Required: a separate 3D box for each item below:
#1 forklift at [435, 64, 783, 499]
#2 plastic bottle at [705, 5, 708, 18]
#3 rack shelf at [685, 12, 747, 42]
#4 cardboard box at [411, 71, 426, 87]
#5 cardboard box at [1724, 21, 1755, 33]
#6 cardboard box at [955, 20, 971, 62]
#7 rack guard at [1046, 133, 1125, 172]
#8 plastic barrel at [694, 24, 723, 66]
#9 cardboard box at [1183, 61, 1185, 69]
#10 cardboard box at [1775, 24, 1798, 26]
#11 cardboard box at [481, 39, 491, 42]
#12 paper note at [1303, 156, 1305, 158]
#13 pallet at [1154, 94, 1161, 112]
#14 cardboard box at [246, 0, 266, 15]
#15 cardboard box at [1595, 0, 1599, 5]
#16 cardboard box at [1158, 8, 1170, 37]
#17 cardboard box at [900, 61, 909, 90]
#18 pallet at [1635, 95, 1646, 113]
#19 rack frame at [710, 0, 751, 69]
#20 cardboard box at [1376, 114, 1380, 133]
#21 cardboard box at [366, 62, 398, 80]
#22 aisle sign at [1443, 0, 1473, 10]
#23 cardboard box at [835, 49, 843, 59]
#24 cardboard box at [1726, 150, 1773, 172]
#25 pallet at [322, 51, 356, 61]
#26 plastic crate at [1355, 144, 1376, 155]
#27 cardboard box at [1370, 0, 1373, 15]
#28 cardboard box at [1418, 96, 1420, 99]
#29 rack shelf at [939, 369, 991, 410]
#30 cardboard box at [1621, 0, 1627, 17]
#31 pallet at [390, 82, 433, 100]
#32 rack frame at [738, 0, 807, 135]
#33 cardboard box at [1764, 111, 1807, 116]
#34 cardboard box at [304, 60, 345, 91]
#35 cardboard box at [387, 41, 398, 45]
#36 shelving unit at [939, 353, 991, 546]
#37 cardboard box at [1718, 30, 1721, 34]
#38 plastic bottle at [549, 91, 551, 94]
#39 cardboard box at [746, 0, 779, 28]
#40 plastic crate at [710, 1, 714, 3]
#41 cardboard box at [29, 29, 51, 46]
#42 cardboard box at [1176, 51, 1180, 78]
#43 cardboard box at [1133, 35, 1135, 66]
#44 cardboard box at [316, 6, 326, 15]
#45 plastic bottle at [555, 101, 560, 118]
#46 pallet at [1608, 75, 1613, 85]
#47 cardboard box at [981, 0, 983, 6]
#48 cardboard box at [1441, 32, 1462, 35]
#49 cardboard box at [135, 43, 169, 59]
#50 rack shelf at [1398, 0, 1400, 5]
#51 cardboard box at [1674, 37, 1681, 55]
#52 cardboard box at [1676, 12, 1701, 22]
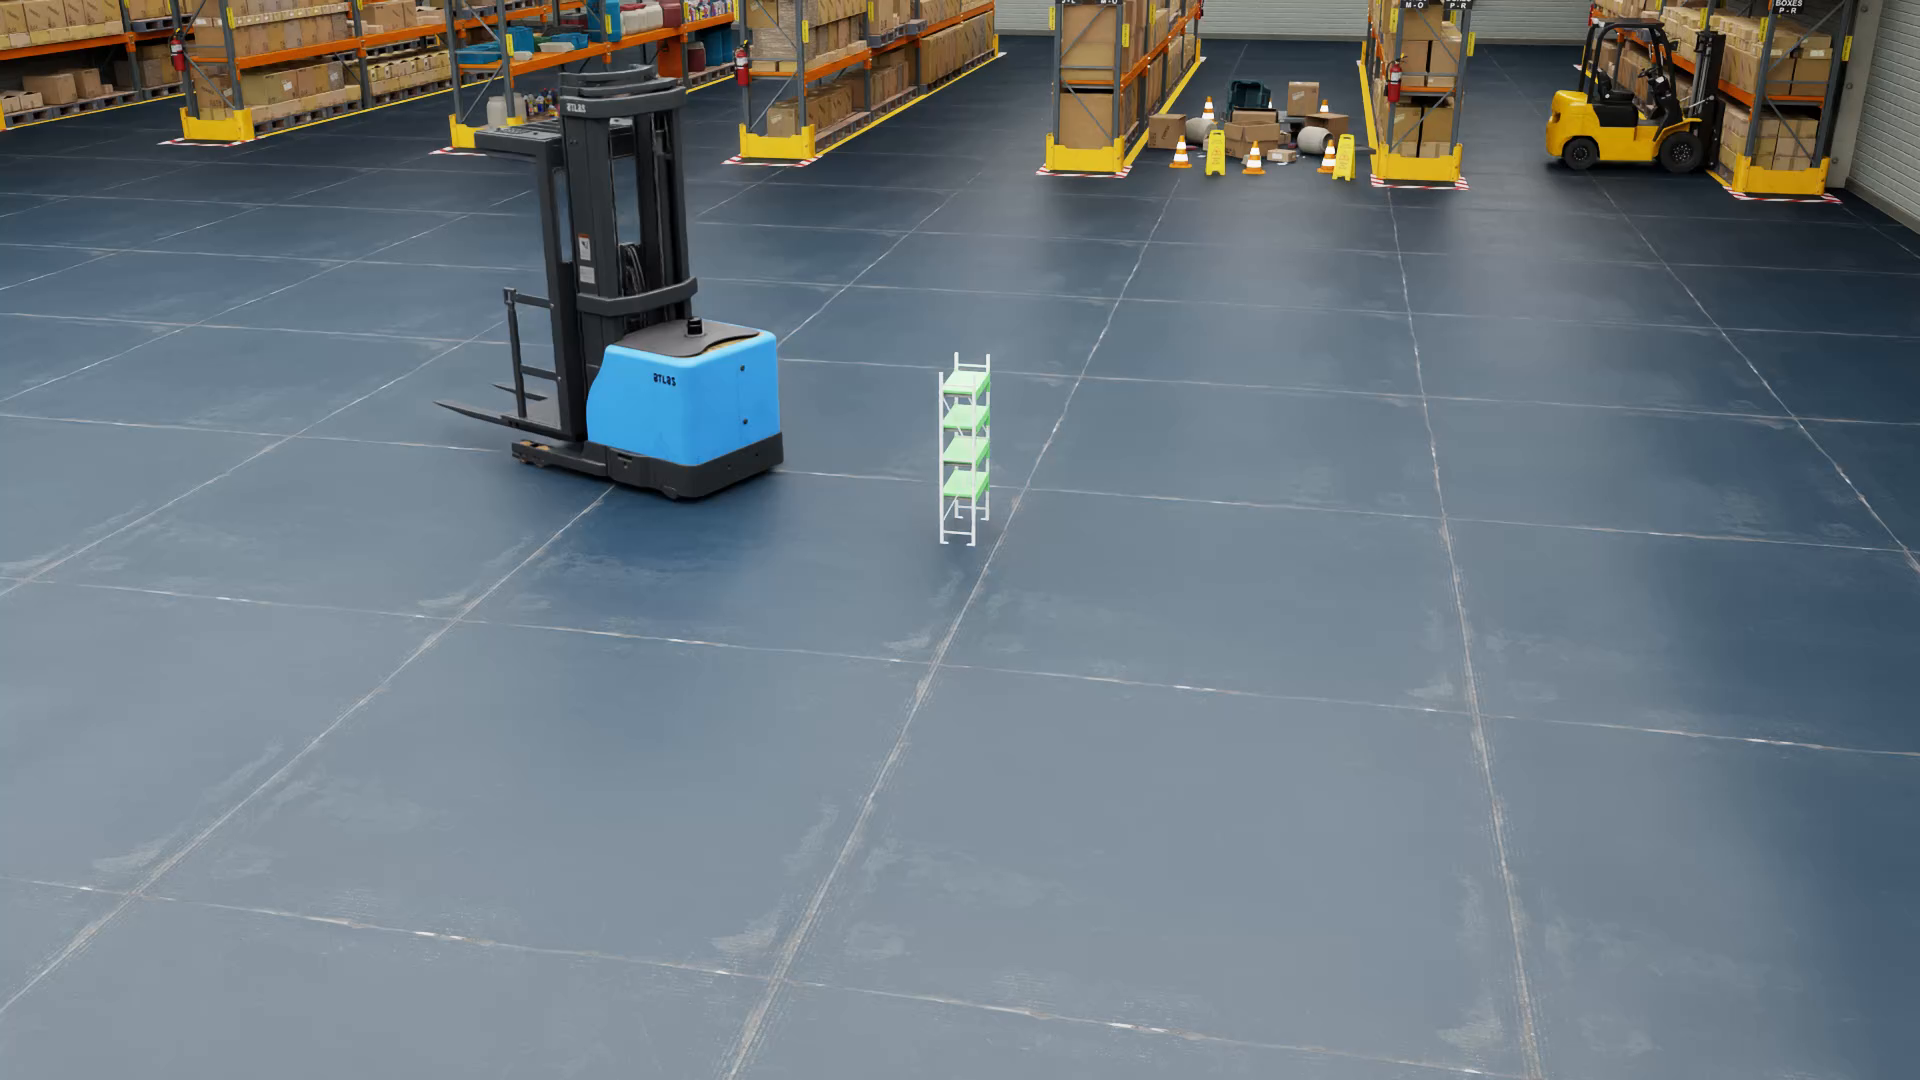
[{"bbox_3d":[-2.848,-2.063,12.552,3.031,2.935,1.130,14,26,32],"label":"forklift"},{"bbox_3d":[-5.450,-11.335,35.655,0.097,0.271,0.097,0,22,0],"label":"plastic bottle"},{"bbox_3d":[-5.732,-11.196,36.101,1.077,0.370,4.000,4,22,11],"label":"rack shelf"},{"bbox_3d":[-11.167,-9.325,33.610,0.500,0.250,0.500,5,22,12],"label":"cardboard box"},{"bbox_3d":[11.910,-7.837,25.397,0.380,0.149,0.250,4,22,10],"label":"cardboard box"},{"bbox_3d":[-0.263,-11.328,37.748,0.875,0.875,0.875,4,22,11],"label":"cardboard box"},{"bbox_3d":[1.906,-5.912,25.363,1.175,0.500,0.348,4,22,11],"label":"rack guard"},{"bbox_3d":[-5.597,-11.026,36.963,0.600,0.901,0.708,4,22,11],"label":"plastic barrel"},{"bbox_3d":[4.748,-10.450,36.539,0.380,0.149,0.250,3,22,9],"label":"cardboard box"},{"bbox_3d":[12.309,-7.615,24.845,0.380,0.149,0.250,5,22,12],"label":"cardboard box"},{"bbox_3d":[-10.821,-10.963,37.318,0.500,0.500,0.500,4,22,9],"label":"cardboard box"},{"bbox_3d":[5.479,-6.103,26.493,0.032,0.001,0.123,4,22,11],"label":"paper note"},{"bbox_3d":[3.309,-8.430,32.002,1.003,0.211,1.213,4,22,11],"label":"pallet"},{"bbox_3d":[-12.401,-9.282,28.514,0.700,0.500,0.500,4,22,10],"label":"cardboard box"},{"bbox_3d":[14.546,-12.137,37.277,0.500,0.250,0.500,5,22,11],"label":"cardboard box"},{"bbox_3d":[3.714,-9.867,31.704,0.500,0.500,0.500,4,22,11],"label":"cardboard box"},{"bbox_3d":[-1.409,-9.219,32.986,0.700,0.500,0.500,3,22,8],"label":"cardboard box"},{"bbox_3d":[13.459,-8.265,31.593,1.003,0.211,1.213,4,22,11],"label":"pallet"},{"bbox_3d":[-5.324,-12.261,37.783,1.000,3.000,0.127,4,22,11],"label":"rack frame"},{"bbox_3d":[7.209,-6.927,27.655,0.500,0.250,0.500,3,22,8],"label":"cardboard box"},{"bbox_3d":[-11.370,-9.209,32.571,0.500,0.311,0.500,4,22,10],"label":"cardboard box"},{"bbox_3d":[7.068,-7.899,23.472,0.394,0.787,0.004,4,22,11],"label":"aisle sign"},{"bbox_3d":[-2.185,-8.193,28.017,0.380,0.149,0.250,4,22,11],"label":"cardboard box"},{"bbox_3d":[11.424,-5.478,24.058,0.500,0.250,0.500,5,22,11],"label":"cardboard box"},{"bbox_3d":[-15.107,-11.435,39.464,1.003,0.211,1.213,4,22,11],"label":"pallet"},{"bbox_3d":[6.470,-6.336,26.980,0.402,0.080,0.583,-3,22,-8],"label":"plastic crate"},{"bbox_3d":[9.258,-11.737,36.348,0.500,0.500,0.500,4,22,10],"label":"cardboard box"},{"bbox_3d":[7.530,-6.860,26.486,0.500,0.500,0.500,6,23,14],"label":"cardboard box"},{"bbox_3d":[0.034,-1.003,11.124,0.258,0.148,0.480,4,22,11],"label":"rack shelf"},{"bbox_3d":[13.768,-10.833,33.539,0.700,0.500,0.500,5,22,12],"label":"cardboard box"},{"bbox_3d":[-11.446,-9.141,33.768,1.003,0.211,1.213,4,22,11],"label":"pallet"},{"bbox_3d":[-2.924,-7.495,25.948,1.000,3.000,0.127,4,22,11],"label":"rack frame"},{"bbox_3d":[12.019,-6.090,24.240,0.500,0.250,0.500,4,22,11],"label":"cardboard box"},{"bbox_3d":[-11.799,-8.613,30.840,0.500,0.500,0.500,4,22,11],"label":"cardboard box"},{"bbox_3d":[-14.557,-12.688,41.627,0.700,0.500,0.500,5,22,12],"label":"cardboard box"},{"bbox_3d":[0.034,-0.617,11.280,0.258,1.200,0.503,4,22,11],"label":"shelving unit"},{"bbox_3d":[11.931,-7.799,25.702,0.380,0.149,0.250,5,22,12],"label":"cardboard box"},{"bbox_3d":[-7.490,-8.073,30.440,0.152,0.276,0.135,5,23,13],"label":"plastic bottle"},{"bbox_3d":[-3.054,-8.363,26.234,0.500,0.500,0.500,4,22,11],"label":"cardboard box"},{"bbox_3d":[-5.563,-12.478,38.263,0.392,0.384,0.575,4,22,11],"label":"plastic crate"},{"bbox_3d":[-16.859,-9.099,30.104,0.500,0.250,0.500,4,22,10],"label":"cardboard box"},{"bbox_3d":[4.350,-10.026,35.018,0.500,0.500,0.500,4,22,10],"label":"cardboard box"},{"bbox_3d":[2.338,-7.884,26.713,0.875,0.550,0.500,4,22,11],"label":"cardboard box"},{"bbox_3d":[-11.807,-9.664,30.331,0.380,0.149,0.250,4,22,11],"label":"cardboard box"},{"bbox_3d":[-7.034,-7.537,29.101,0.061,0.283,0.133,5,22,12],"label":"plastic bottle"},{"bbox_3d":[14.227,-9.709,35.178,1.003,0.211,1.213,4,22,11],"label":"pallet"},{"bbox_3d":[0.331,-12.606,38.976,0.380,0.149,0.250,5,22,11],"label":"cardboard box"},{"bbox_3d":[7.351,-7.452,25.310,0.500,0.500,0.500,4,22,10],"label":"cardboard box"},{"bbox_3d":[-16.435,-9.915,33.710,0.500,0.250,0.500,4,22,10],"label":"cardboard box"},{"bbox_3d":[7.185,-8.529,25.463,1.077,0.370,4.000,4,22,11],"label":"rack shelf"},{"bbox_3d":[12.627,-8.513,28.677,0.500,0.250,0.500,5,23,13],"label":"cardboard box"},{"bbox_3d":[12.663,-9.069,28.854,0.380,0.149,0.250,5,22,12],"label":"cardboard box"}]
